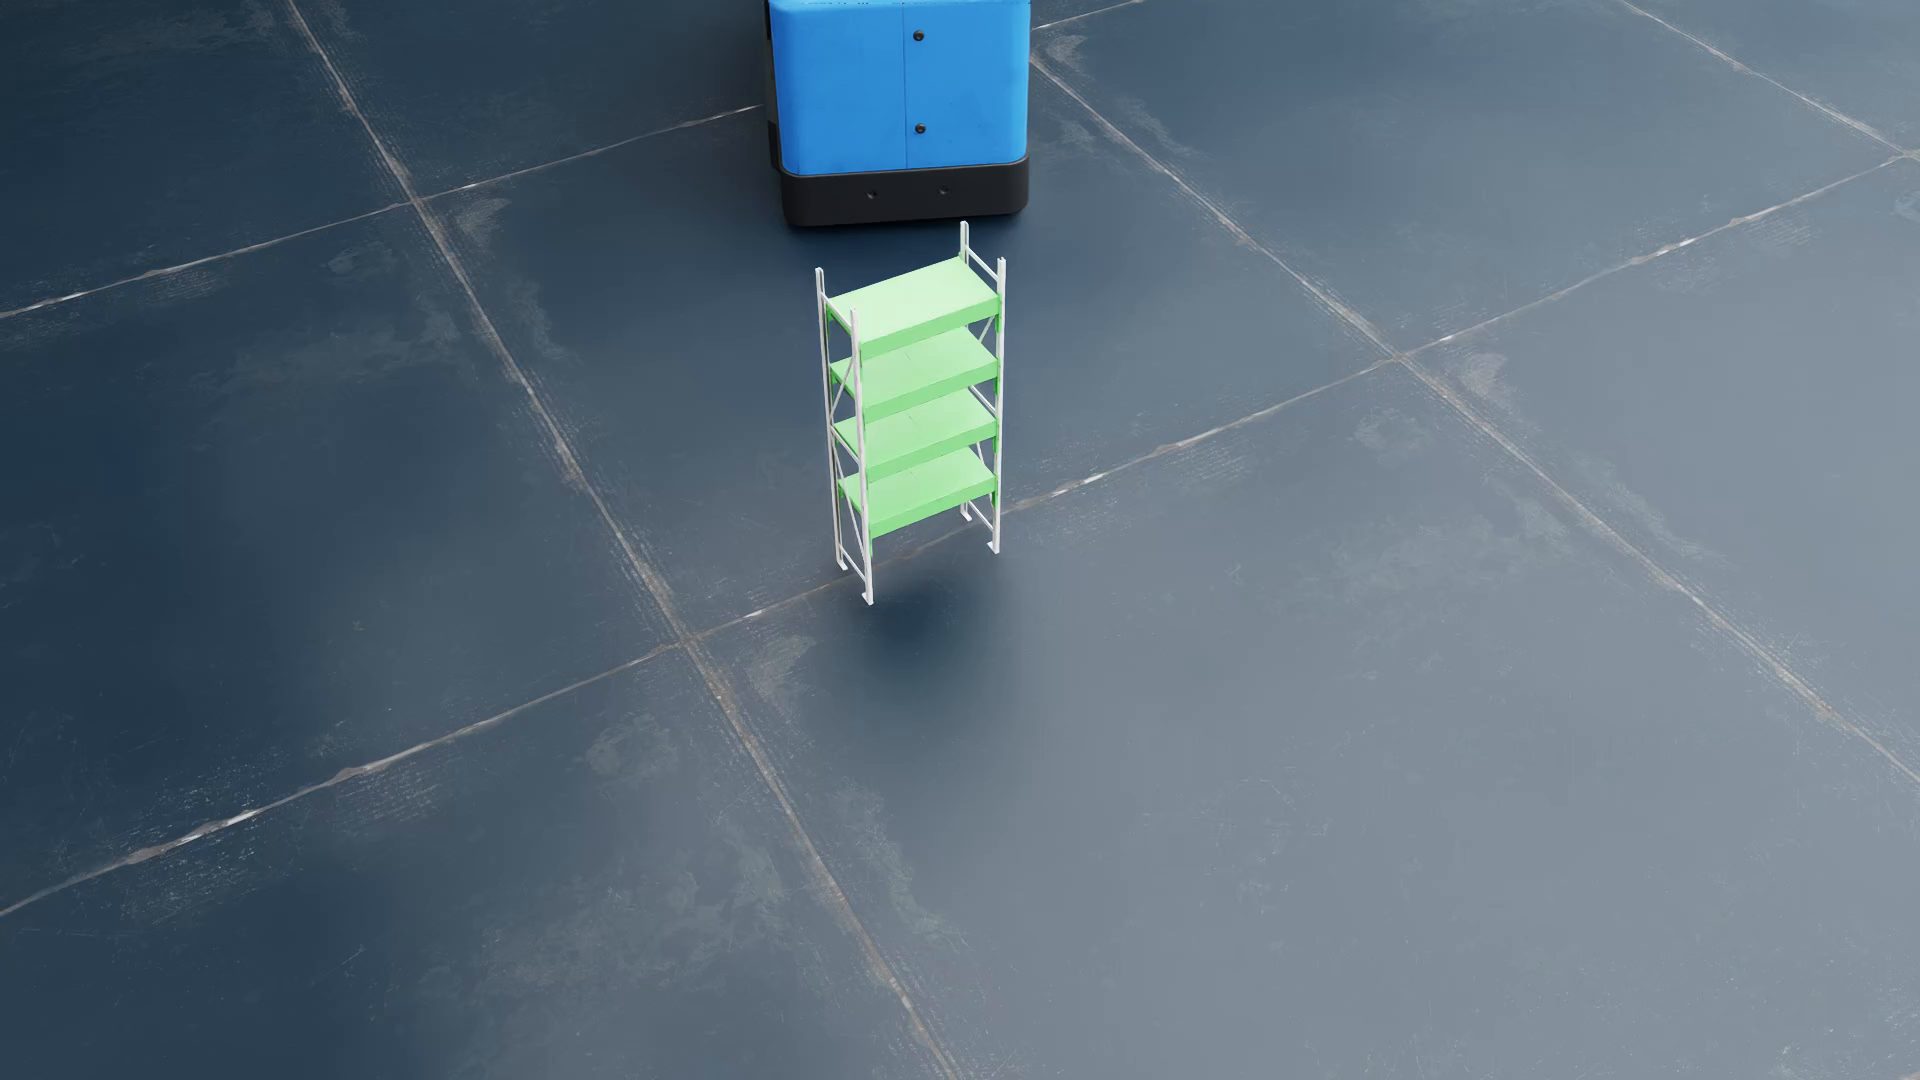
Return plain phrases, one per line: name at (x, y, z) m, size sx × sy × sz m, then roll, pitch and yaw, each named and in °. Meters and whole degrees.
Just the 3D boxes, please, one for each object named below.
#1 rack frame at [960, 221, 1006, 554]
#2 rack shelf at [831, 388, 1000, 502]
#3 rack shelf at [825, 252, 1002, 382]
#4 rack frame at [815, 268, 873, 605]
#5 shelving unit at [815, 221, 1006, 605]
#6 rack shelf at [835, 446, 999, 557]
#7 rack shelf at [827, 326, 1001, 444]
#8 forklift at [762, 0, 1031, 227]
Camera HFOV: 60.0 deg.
rack frame at (0.068, -0.458, 5.360) m, size 0.015 × 1.200 × 0.240 m, roll -22°, pitch 48°, yaw -21°
rack shelf at (-0.144, -0.327, 5.317) m, size 0.480 × 0.148 × 0.258 m, roll -22°, pitch 48°, yaw -21°
rack shelf at (-0.144, -0.672, 4.983) m, size 0.480 × 0.148 × 0.258 m, roll -22°, pitch 48°, yaw -21°
rack frame at (-0.355, -0.288, 5.186) m, size 0.015 × 1.200 × 0.240 m, roll -22°, pitch 48°, yaw -21°
shelving unit at (-0.144, -0.373, 5.273) m, size 0.503 × 1.200 × 0.258 m, roll -22°, pitch 48°, yaw -21°
rack shelf at (-0.144, -0.155, 5.485) m, size 0.480 × 0.148 × 0.258 m, roll -22°, pitch 48°, yaw -21°
rack shelf at (-0.144, -0.500, 5.150) m, size 0.480 × 0.148 × 0.258 m, roll -22°, pitch 48°, yaw -21°
forklift at (-0.391, -3.402, 7.151) m, size 1.130 × 2.935 × 3.031 m, roll -5°, pitch 44°, yaw -5°
